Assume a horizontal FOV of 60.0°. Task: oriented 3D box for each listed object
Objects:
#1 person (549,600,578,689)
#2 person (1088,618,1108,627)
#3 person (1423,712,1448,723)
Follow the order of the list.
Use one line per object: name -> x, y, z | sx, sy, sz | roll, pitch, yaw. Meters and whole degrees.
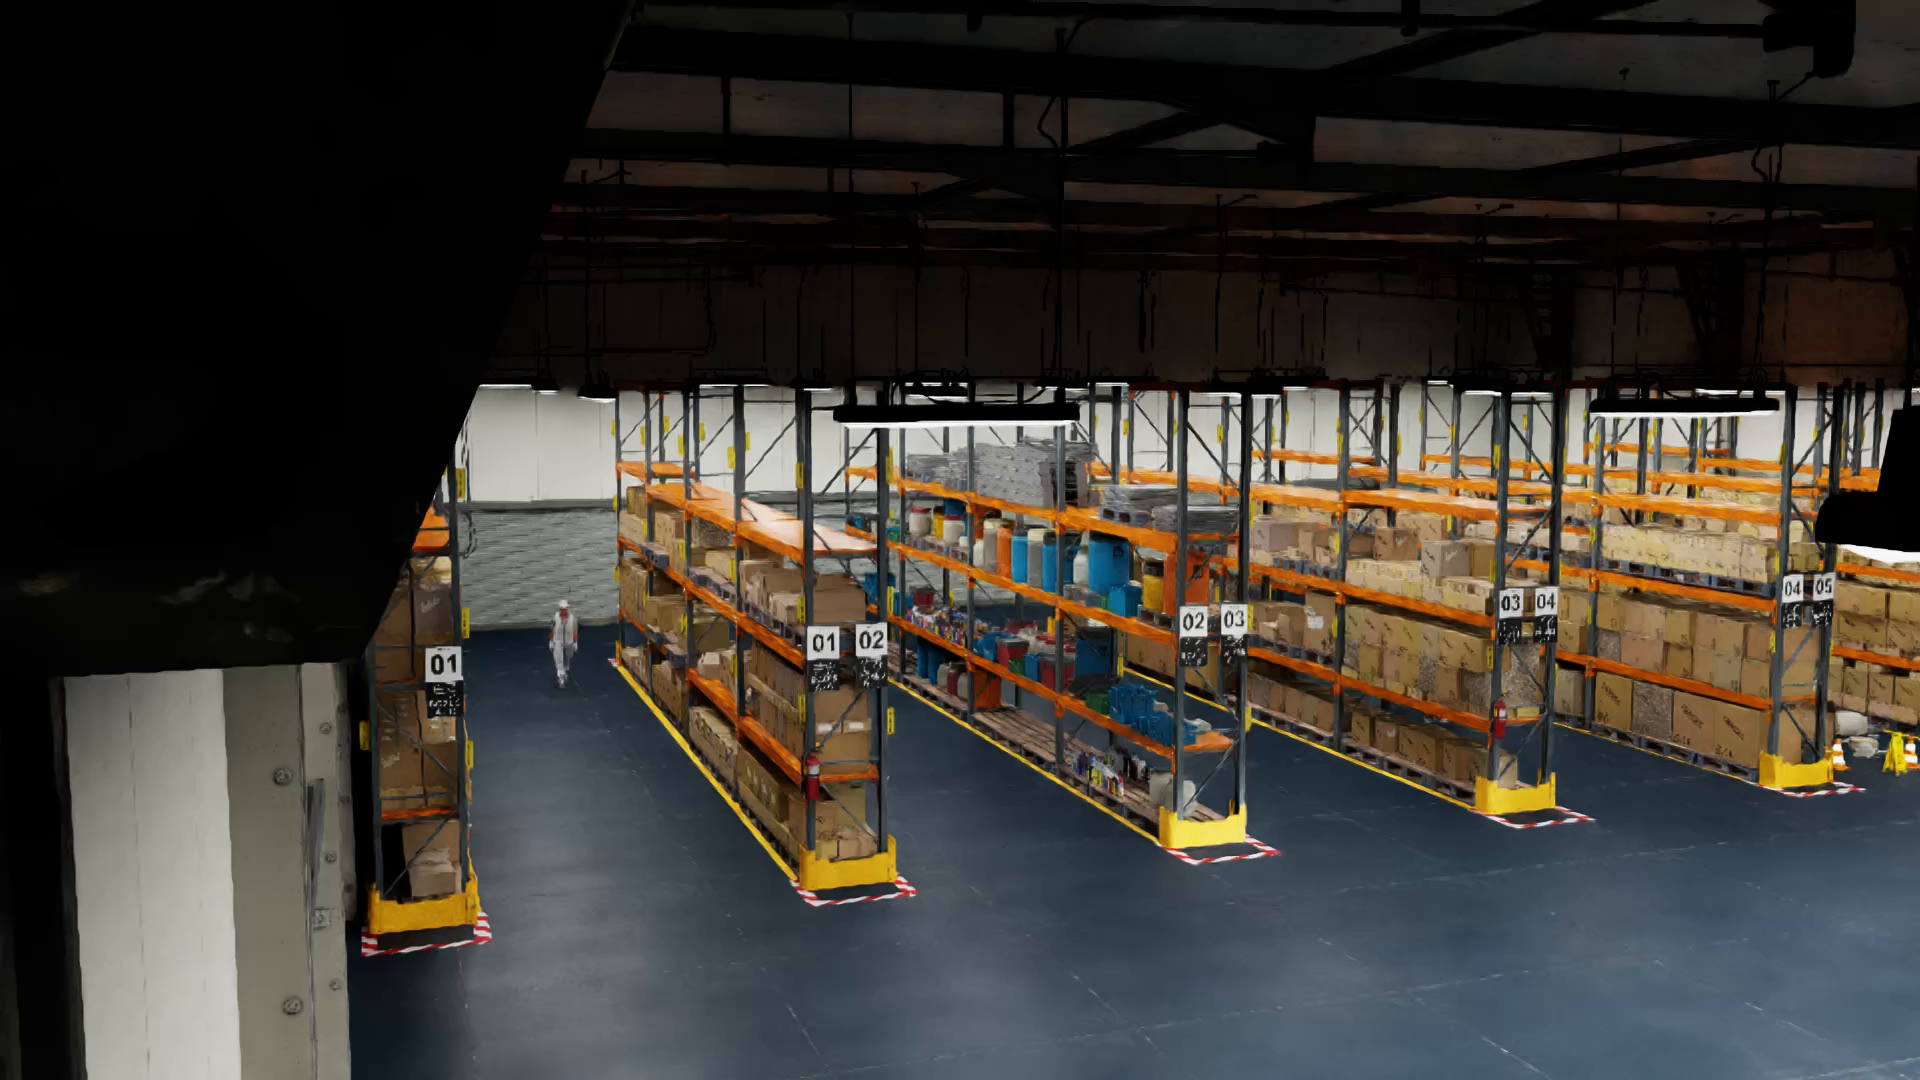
person -> -7.764, 2.016, 32.653 | 0.550, 1.709, 1.128 | -2, 6, -22
person -> 2.751, 2.015, 33.165 | 0.456, 1.580, 1.088 | -2, 6, -17
person -> 8.475, 2.439, 29.301 | 0.598, 1.619, 0.507 | -2, 6, -20
